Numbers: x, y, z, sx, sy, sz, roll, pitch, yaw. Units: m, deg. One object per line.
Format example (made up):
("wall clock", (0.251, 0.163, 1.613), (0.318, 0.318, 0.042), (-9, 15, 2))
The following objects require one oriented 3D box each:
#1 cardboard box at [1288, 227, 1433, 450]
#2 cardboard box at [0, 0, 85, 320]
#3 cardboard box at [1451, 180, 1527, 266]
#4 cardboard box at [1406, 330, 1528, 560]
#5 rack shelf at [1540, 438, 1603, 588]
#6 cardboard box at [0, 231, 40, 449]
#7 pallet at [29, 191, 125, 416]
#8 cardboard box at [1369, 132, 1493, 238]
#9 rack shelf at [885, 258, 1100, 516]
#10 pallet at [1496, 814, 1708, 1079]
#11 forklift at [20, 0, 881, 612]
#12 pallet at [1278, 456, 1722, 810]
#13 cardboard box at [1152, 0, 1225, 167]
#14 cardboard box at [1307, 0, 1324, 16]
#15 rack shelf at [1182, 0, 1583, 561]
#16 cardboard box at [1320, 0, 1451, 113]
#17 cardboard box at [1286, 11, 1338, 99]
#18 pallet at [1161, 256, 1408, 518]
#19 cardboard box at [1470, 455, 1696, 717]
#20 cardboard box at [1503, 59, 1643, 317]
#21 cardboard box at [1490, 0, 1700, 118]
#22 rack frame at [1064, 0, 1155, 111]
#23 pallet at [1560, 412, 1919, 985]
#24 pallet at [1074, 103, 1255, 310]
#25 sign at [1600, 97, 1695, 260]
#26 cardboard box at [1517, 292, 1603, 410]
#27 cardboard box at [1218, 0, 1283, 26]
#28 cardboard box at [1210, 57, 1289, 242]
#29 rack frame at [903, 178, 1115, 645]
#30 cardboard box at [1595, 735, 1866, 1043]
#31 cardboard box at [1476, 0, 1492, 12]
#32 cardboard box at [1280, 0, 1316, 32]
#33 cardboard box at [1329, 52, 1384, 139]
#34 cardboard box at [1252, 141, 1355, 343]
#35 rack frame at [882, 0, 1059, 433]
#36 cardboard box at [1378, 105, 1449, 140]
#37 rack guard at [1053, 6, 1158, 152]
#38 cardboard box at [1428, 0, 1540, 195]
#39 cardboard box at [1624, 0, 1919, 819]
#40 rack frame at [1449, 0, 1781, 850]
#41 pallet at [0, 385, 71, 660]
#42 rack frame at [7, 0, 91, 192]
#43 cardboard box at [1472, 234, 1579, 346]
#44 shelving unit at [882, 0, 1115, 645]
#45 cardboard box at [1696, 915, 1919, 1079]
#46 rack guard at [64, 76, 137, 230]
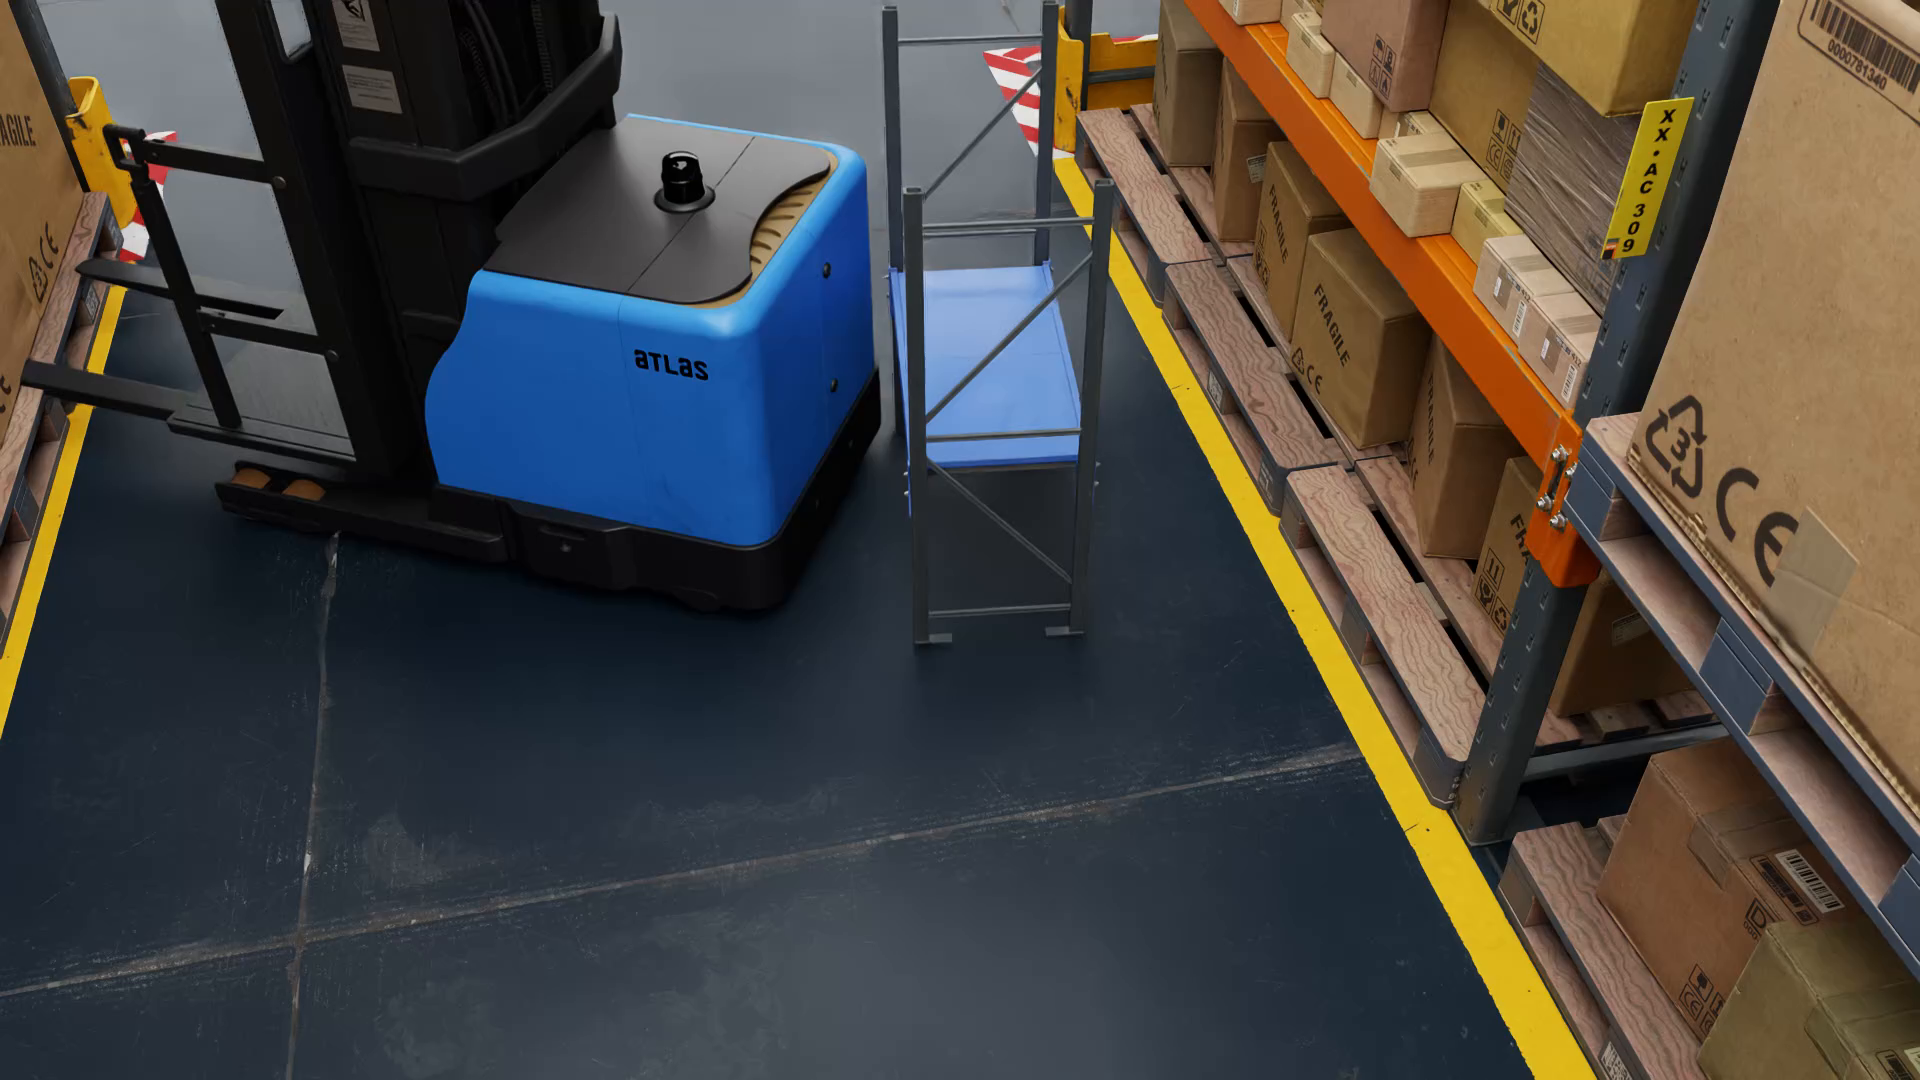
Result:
("cardboard box", (1.417, -0.675, 5.317), (0.500, 0.500, 0.500), (-12, 43, -13))
("cardboard box", (-3.712, -1.306, 5.746), (0.875, 0.875, 0.875), (-8, 42, -9))
("cardboard box", (1.432, -0.763, 4.040), (0.380, 0.149, 0.250), (-8, 42, -9))
("cardboard box", (1.627, -0.283, 4.876), (0.500, 0.500, 0.500), (4, 42, 4))
("rack shelf", (2.237, 1.139, 2.249), (1.077, 0.370, 4.000), (-8, 42, -9))
("cardboard box", (-3.520, -0.736, 5.104), (0.875, 0.875, 0.875), (-9, 42, -10))
("pallet", (-3.674, -0.824, 6.019), (1.003, 0.211, 1.213), (-8, 42, -9))
("cardboard box", (1.269, -0.909, 4.204), (0.380, 0.149, 0.250), (-8, 42, -9))
("rack shelf", (0.073, -0.478, 4.930), (0.538, 0.185, 1.000), (-3, 42, -4))
("pallet", (1.975, 1.121, 3.828), (1.003, 0.211, 1.213), (-8, 42, -9))
("forklift", (-1.840, -1.444, 4.669), (3.031, 2.935, 1.130), (11, 43, 13))
("pallet", (1.626, 0.187, 4.881), (1.003, 0.211, 1.213), (-8, 42, -9))
("cardboard box", (1.061, -1.834, 6.623), (0.500, 0.500, 0.500), (-1, 42, -1))
("cardboard box", (1.421, -1.844, 4.768), (0.875, 0.500, 0.500), (-8, 42, -9))
("rack shelf", (1.374, -1.453, 5.170), (1.077, 0.370, 4.000), (-8, 42, -9))
("cardboard box", (1.489, -1.514, 4.397), (0.875, 0.500, 0.500), (-8, 42, -9))
("cardboard box", (1.163, -1.404, 4.761), (0.380, 0.149, 0.250), (-8, 42, -9))
("pallet", (1.359, -0.606, 5.773), (1.003, 0.211, 1.213), (-8, 42, -9))
("cardboard box", (1.758, 0.087, 4.459), (0.500, 0.500, 0.500), (-10, 42, -11))
("cardboard box", (1.769, -0.875, 3.677), (0.875, 0.500, 0.500), (-8, 42, -9))
("cardboard box", (1.440, -1.201, 3.291), (0.500, 0.500, 0.500), (-8, 42, -9))
("rack frame", (0.942, -3.019, 6.391), (1.000, 3.000, 0.127), (-8, 42, -9))
("pallet", (1.829, 0.162, 2.952), (1.003, 0.211, 1.213), (-8, 42, -9))
("pallet", (1.099, -1.395, 6.663), (1.003, 0.211, 1.213), (-8, 42, -9))
("sign", (1.277, -0.667, 3.090), (0.100, 0.325, 0.005), (-8, 42, -9))
("cardboard box", (1.472, -0.429, 3.663), (0.380, 0.149, 0.250), (-8, 42, -9))
("cardboard box", (1.000, -1.720, 5.117), (0.380, 0.149, 0.250), (-8, 42, -9))
("cardboard box", (1.223, -1.451, 6.192), (0.500, 0.500, 0.500), (2, 42, 2))
("rack frame", (0.116, -0.276, 4.431), (0.500, 1.500, 0.032), (-3, 42, -4))
("cardboard box", (1.917, 0.745, 3.702), (0.700, 0.500, 0.500), (-11, 43, -13))
("cardboard box", (1.331, -1.525, 3.656), (0.500, 0.500, 0.500), (-8, 42, -9))
("cardboard box", (1.184, -1.577, 4.956), (0.380, 0.149, 0.250), (-8, 42, -9))
("cardboard box", (1.251, -1.247, 4.584), (0.380, 0.149, 0.250), (-8, 42, -9))
("cardboard box", (1.340, -1.043, 5.732), (0.500, 0.500, 0.500), (-5, 42, -5))
("rack frame", (0.030, -0.949, 5.189), (0.500, 1.500, 0.032), (-3, 42, -4))
("cardboard box", (1.344, -1.090, 4.408), (0.380, 0.149, 0.250), (-8, 42, -9))
("rack guard", (0.959, -2.035, 7.166), (1.175, 0.500, 0.348), (-8, 42, -9))
("cardboard box", (1.695, -1.204, 4.048), (0.875, 0.500, 0.500), (-8, 42, -9))
("cardboard box", (1.840, -0.272, 2.529), (1.000, 1.000, 1.000), (-8, 42, -9))
("rack frame", (1.806, -0.426, 3.470), (1.000, 3.000, 0.127), (-8, 42, -9))
("pallet", (-3.414, -0.034, 5.130), (1.003, 0.211, 1.213), (-8, 42, -9))
("rack frame", (-3.923, -2.374, 5.664), (1.000, 3.000, 0.127), (-8, 42, -9))
("cardboard box", (1.427, -0.593, 3.847), (0.380, 0.149, 0.250), (-8, 42, -9))
("shelving unit", (0.073, -0.612, 4.810), (0.538, 1.500, 1.048), (-3, 42, -4))
("cardboard box", (2.002, 1.057, 3.351), (0.700, 0.500, 0.500), (-9, 42, -10))
("rack guard", (-3.928, -1.454, 6.512), (1.175, 0.500, 0.348), (-8, 42, -9))
